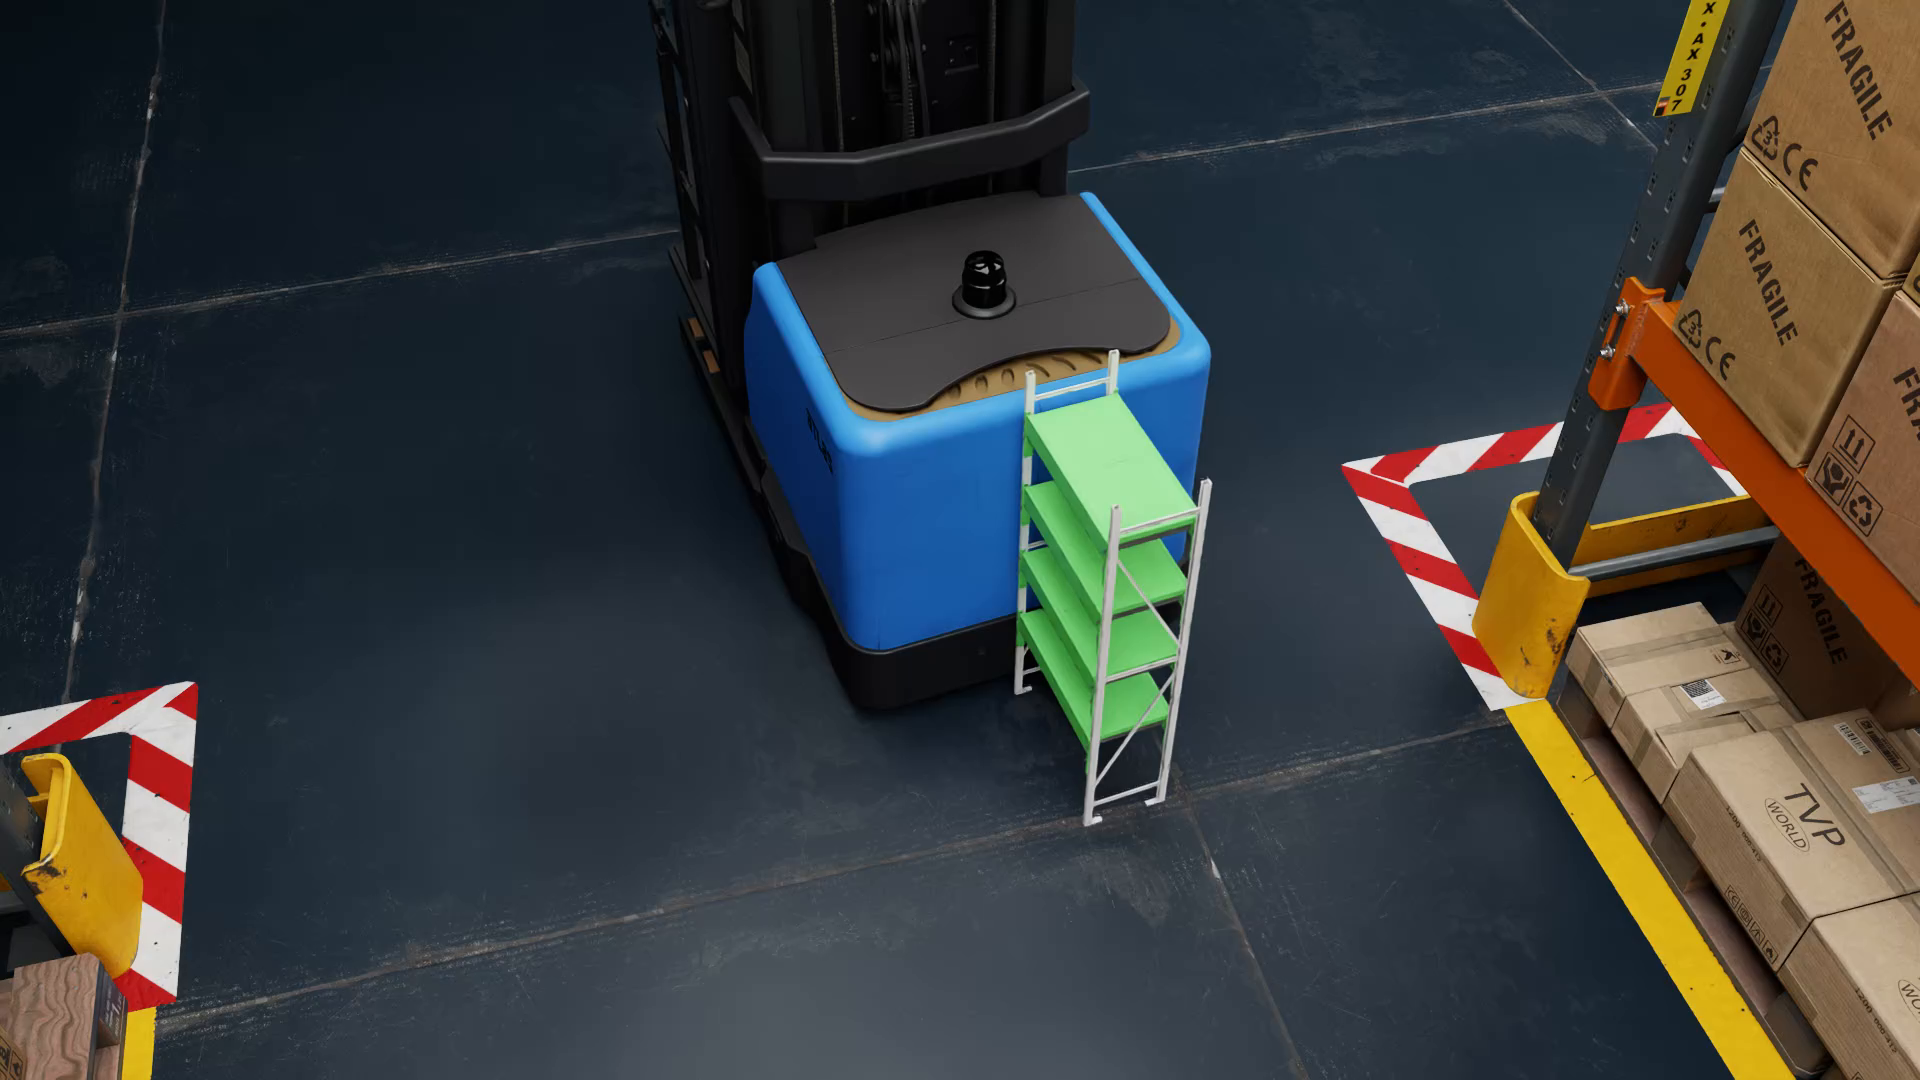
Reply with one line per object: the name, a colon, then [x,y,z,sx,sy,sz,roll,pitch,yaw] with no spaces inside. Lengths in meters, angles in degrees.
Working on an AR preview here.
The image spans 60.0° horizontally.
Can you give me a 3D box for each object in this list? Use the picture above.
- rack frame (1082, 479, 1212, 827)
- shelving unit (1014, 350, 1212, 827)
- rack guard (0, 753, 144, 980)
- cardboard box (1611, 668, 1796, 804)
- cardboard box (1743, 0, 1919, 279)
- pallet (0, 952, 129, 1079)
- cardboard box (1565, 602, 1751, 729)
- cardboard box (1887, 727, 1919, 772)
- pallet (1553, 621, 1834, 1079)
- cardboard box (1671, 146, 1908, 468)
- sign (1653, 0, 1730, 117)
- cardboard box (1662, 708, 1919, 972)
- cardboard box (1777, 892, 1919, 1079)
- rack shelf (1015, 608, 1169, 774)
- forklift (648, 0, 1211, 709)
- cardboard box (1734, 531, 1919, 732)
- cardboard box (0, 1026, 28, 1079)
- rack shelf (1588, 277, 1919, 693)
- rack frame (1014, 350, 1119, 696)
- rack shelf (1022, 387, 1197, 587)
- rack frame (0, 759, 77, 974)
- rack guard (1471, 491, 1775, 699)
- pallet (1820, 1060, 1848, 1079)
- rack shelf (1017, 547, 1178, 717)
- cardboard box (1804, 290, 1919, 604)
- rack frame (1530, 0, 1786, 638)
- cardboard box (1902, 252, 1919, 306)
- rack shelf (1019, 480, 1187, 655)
rack frame: [0.446,0.320,4.096,0.240,1.200,0.015,-15,48,-15]
shelving unit: [0.358,0.157,4.256,0.258,1.200,0.503,-15,48,-15]
rack guard: [-2.682,0.908,4.010,1.175,0.500,0.348,-11,47,-10]
cardboard box: [1.950,0.504,4.332,0.380,0.166,0.250,-11,47,-10]
cardboard box: [1.970,-0.889,3.251,0.500,0.500,0.500,-9,46,-9]
pallet: [-2.396,1.563,3.570,1.003,0.211,1.213,-11,47,-10]
cardboard box: [1.886,0.337,4.507,0.380,0.149,0.250,-11,47,-10]
cardboard box: [2.505,0.605,4.232,0.380,0.166,0.250,-11,47,-10]
pallet: [2.336,0.720,4.397,1.003,0.211,1.213,-11,47,-10]
cardboard box: [1.970,-0.539,3.608,0.500,0.500,0.500,-10,46,-9]
sign: [1.587,-1.062,3.585,0.100,0.325,0.005,-11,47,-10]
cardboard box: [2.104,0.722,4.059,0.500,0.250,0.500,-11,47,-10]
cardboard box: [2.232,1.067,3.721,0.500,0.250,0.500,-11,47,-10]
rack shelf: [0.358,0.370,4.473,0.258,0.148,0.480,-15,48,-15]
forklift: [-0.339,-1.619,4.785,1.130,2.935,3.031,-15,48,-15]
cardboard box: [2.489,0.193,4.403,0.500,0.500,0.500,-11,47,-10]
cardboard box: [-2.400,1.243,3.388,0.700,0.500,0.500,-11,47,-10]
rack shelf: [2.623,0.774,2.895,1.077,0.370,4.000,-11,47,-10]
rack frame: [0.270,-0.005,4.415,0.240,1.200,0.015,-15,48,-15]
rack shelf: [0.358,-0.134,3.959,0.258,0.148,0.480,-15,48,-15]
rack frame: [-2.676,0.050,3.101,1.000,3.000,0.127,-11,47,-10]
rack guard: [2.131,0.069,4.833,1.175,0.500,0.348,-11,47,-10]
pallet: [2.645,1.561,3.573,1.003,0.211,1.213,-11,47,-10]
rack shelf: [0.358,0.202,4.301,0.258,0.148,0.480,-15,48,-15]
cardboard box: [2.107,-0.184,3.260,0.500,0.500,0.500,-11,47,-11]
rack frame: [2.111,-0.859,3.991,1.000,3.000,0.127,-11,47,-10]
cardboard box: [2.111,-0.530,2.899,0.500,0.500,0.500,-10,46,-10]
rack shelf: [0.358,0.034,4.130,0.258,0.148,0.480,-15,48,-15]
